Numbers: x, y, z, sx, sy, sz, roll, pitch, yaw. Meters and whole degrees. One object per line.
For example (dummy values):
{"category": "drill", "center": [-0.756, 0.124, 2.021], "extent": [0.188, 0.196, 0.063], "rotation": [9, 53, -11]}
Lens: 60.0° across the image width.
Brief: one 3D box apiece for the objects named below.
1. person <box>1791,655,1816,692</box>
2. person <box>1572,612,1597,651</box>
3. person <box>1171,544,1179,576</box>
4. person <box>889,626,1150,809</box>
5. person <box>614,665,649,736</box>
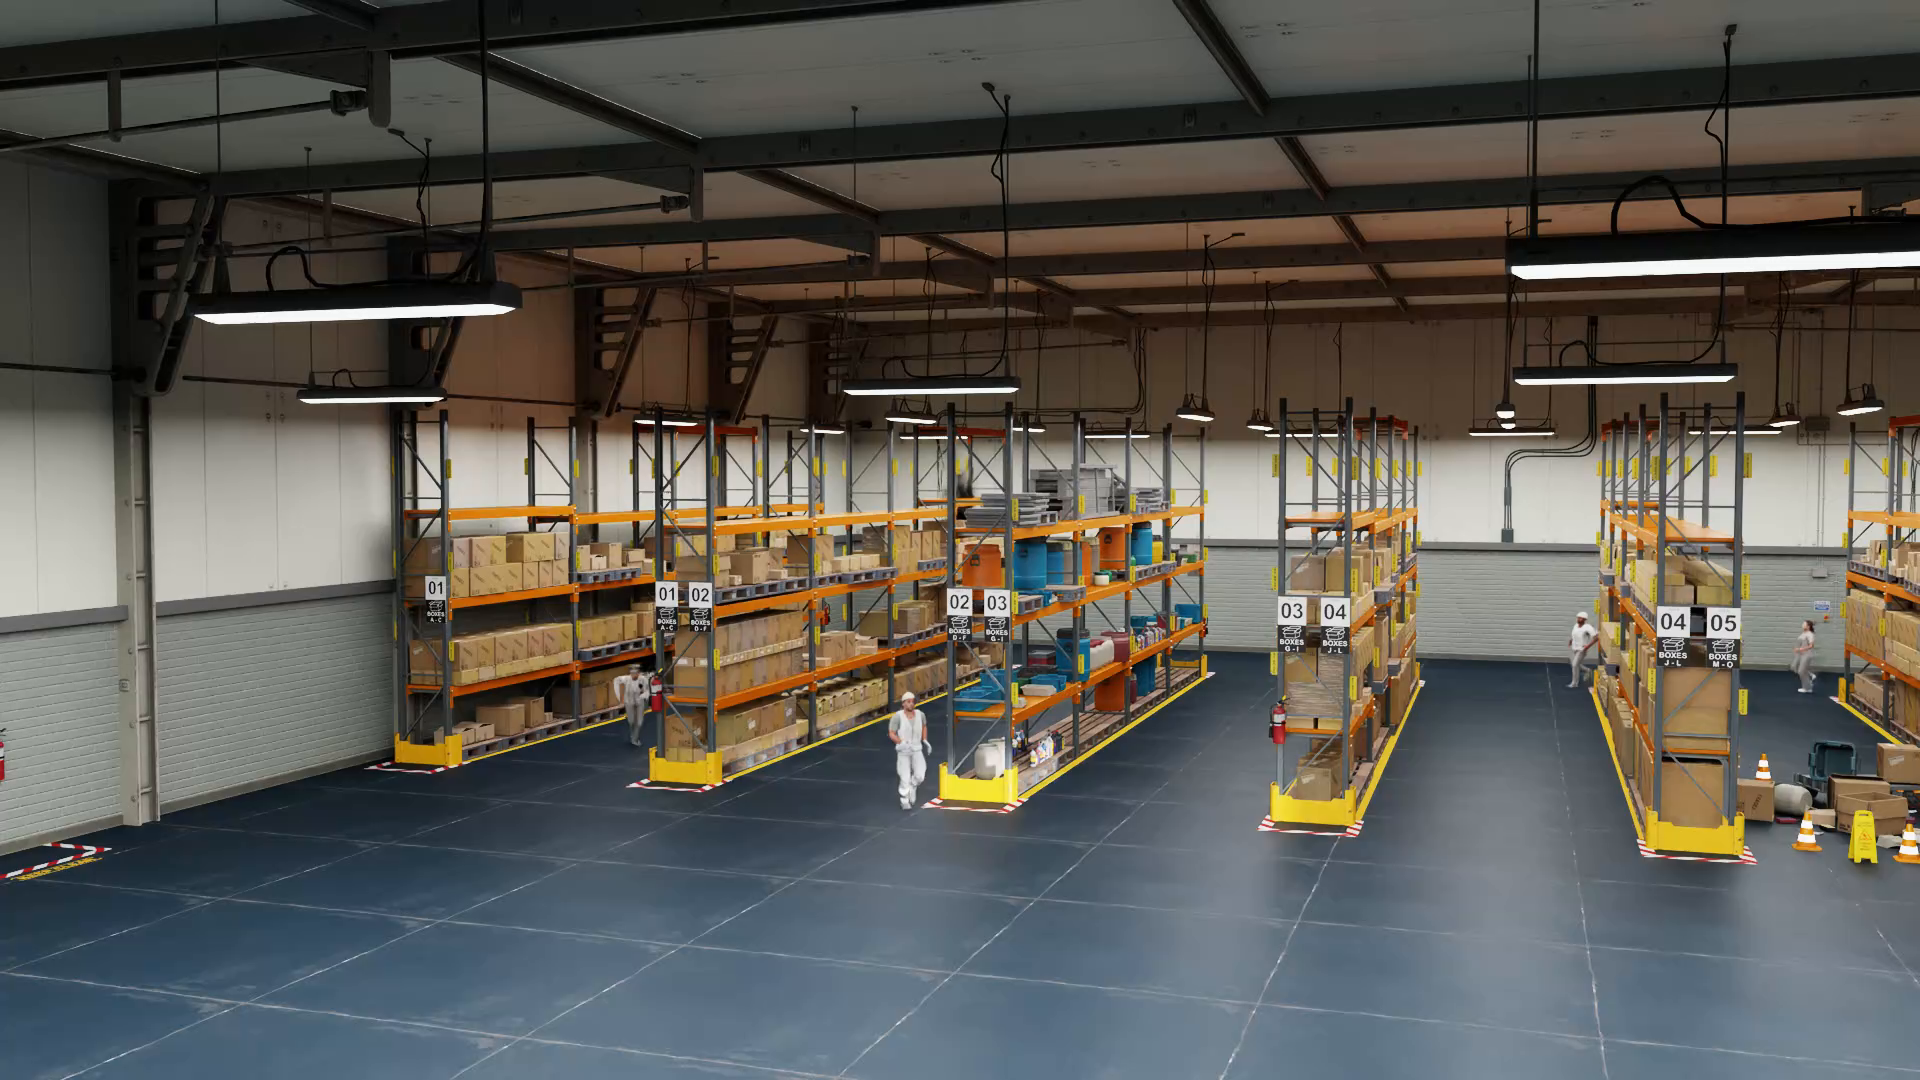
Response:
{"category": "person", "center": [18.904, 2.927, 37.204], "extent": [0.540, 0.956, 0.347], "rotation": [0, 2, 5]}
{"category": "person", "center": [14.217, 2.083, 38.044], "extent": [0.339, 0.888, 0.706], "rotation": [-1, 3, -23]}
{"category": "person", "center": [10.795, 1.766, 38.467], "extent": [10.213, 3.197, 6.985], "rotation": [-1, 3, -15]}
{"category": "person", "center": [1.578, 2.849, 29.791], "extent": [8.811, 1.735, 9.327], "rotation": [-1, 3, -21]}
{"category": "person", "center": [-5.901, 2.933, 29.920], "extent": [0.645, 1.418, 0.749], "rotation": [-1, 3, -12]}
